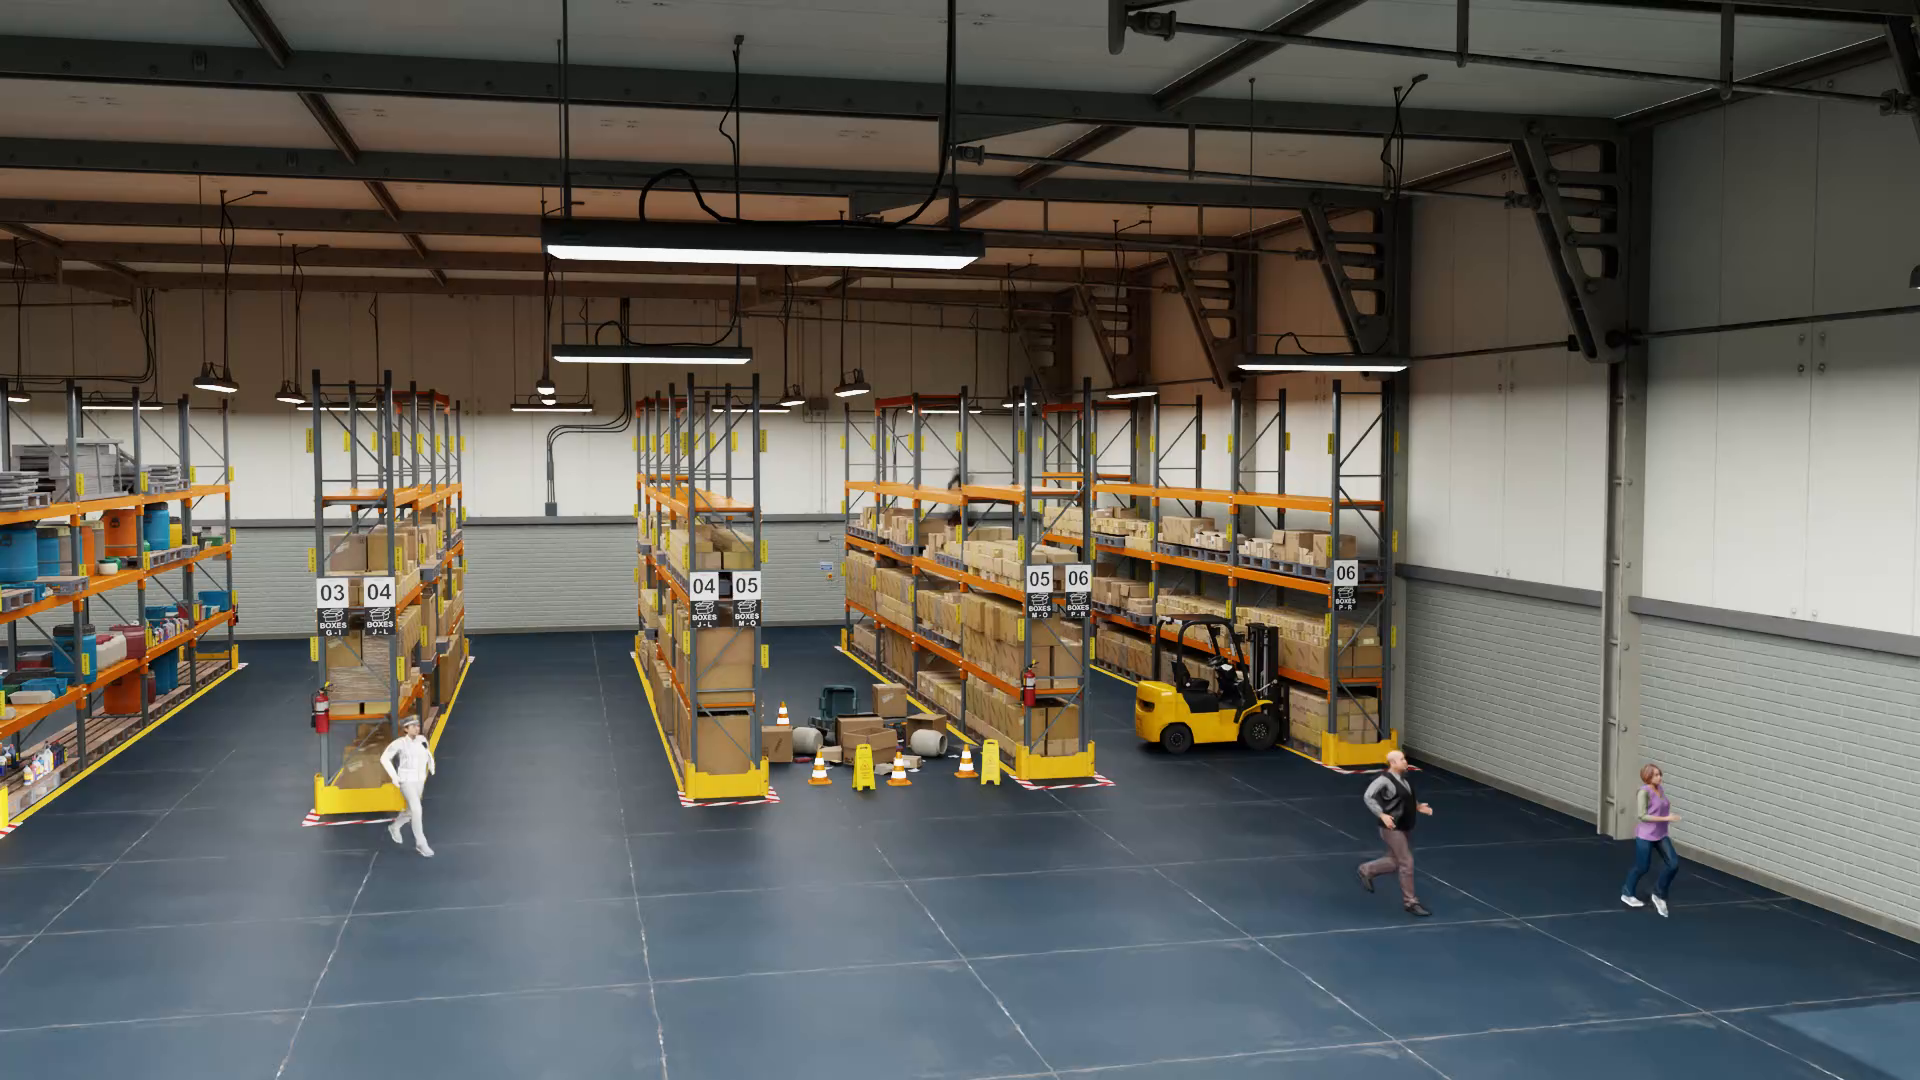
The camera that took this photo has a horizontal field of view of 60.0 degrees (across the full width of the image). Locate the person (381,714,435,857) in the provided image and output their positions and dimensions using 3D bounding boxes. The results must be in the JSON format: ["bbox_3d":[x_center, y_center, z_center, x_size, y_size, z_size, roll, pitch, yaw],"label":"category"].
[{"bbox_3d":[-6.746,2.983,20.423,0.855,1.703,0.621,2,4,31],"label":"person"}]

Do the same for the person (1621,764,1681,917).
[{"bbox_3d":[7.359,3.179,17.661,0.507,1.617,0.678,-2,4,-28],"label":"person"}]

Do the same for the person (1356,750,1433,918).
[{"bbox_3d":[4.661,3.116,17.872,0.928,1.727,0.663,3,4,42],"label":"person"}]
